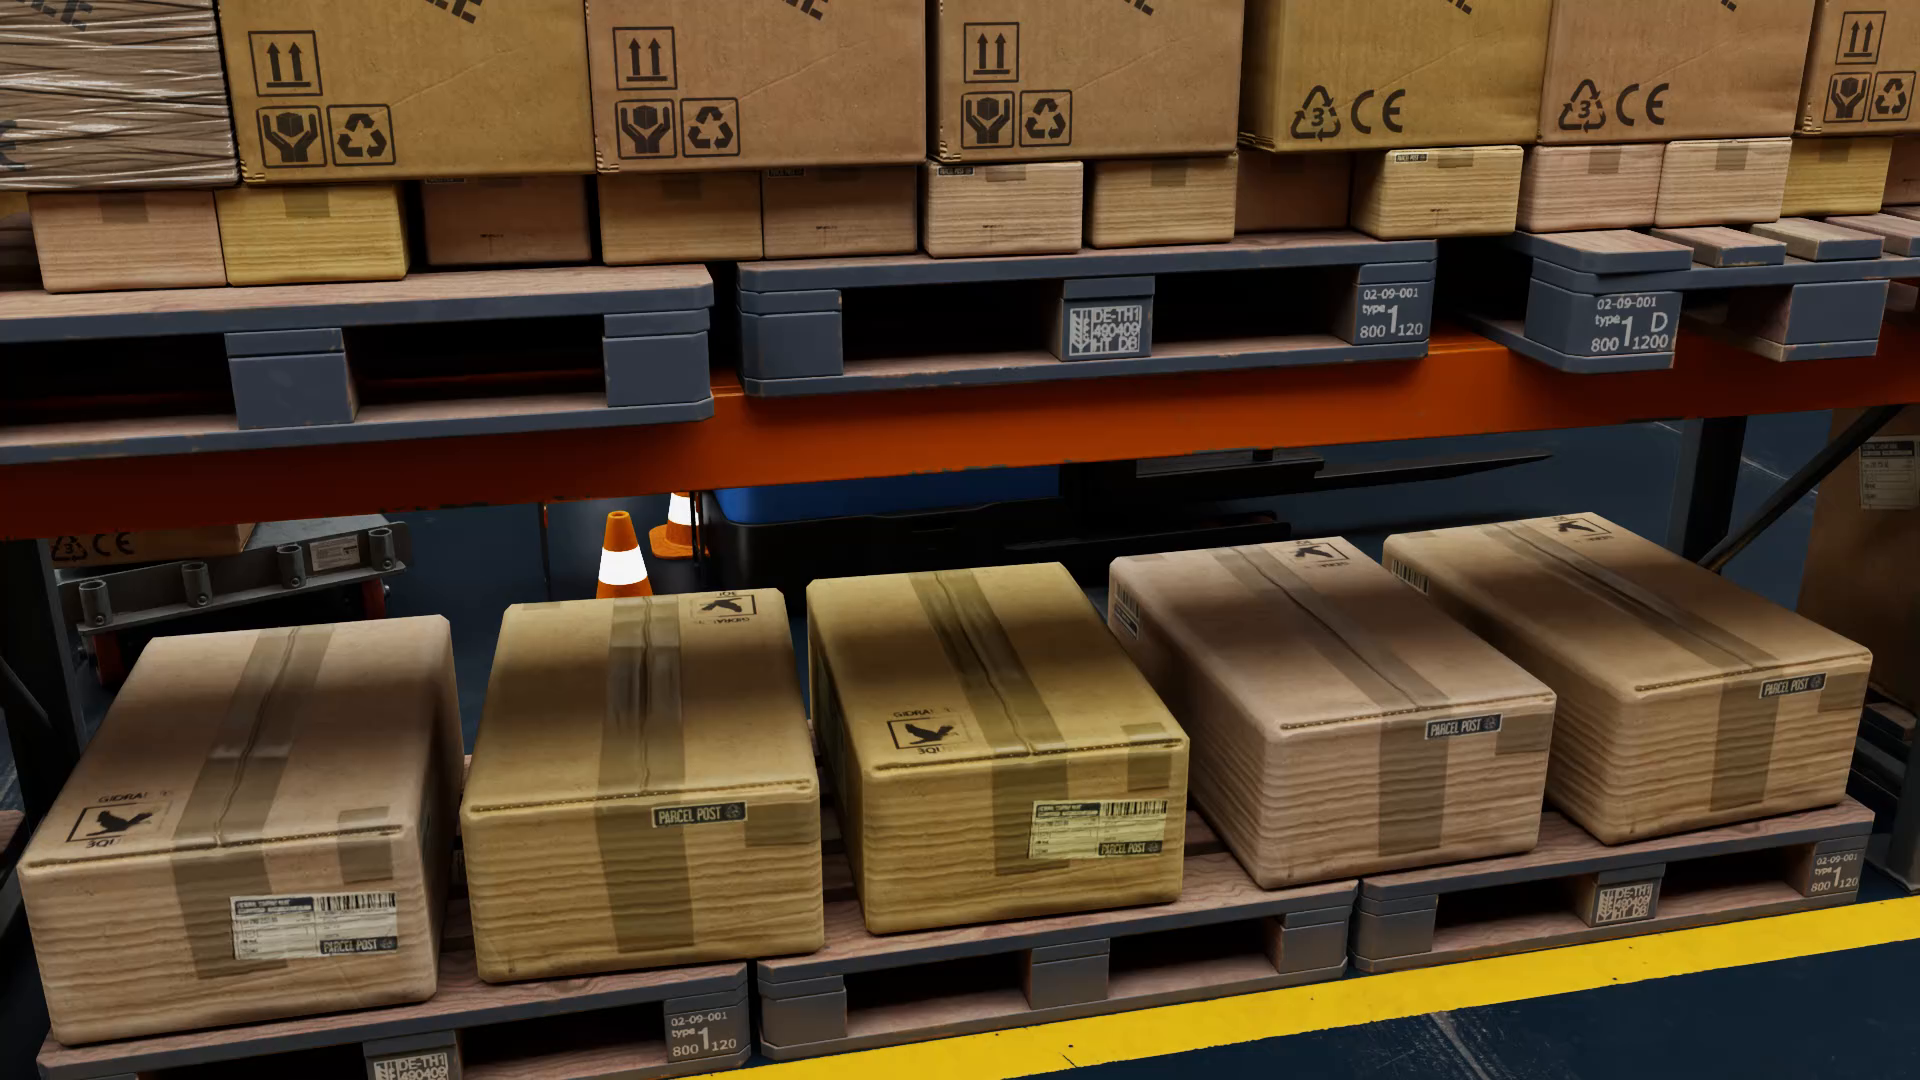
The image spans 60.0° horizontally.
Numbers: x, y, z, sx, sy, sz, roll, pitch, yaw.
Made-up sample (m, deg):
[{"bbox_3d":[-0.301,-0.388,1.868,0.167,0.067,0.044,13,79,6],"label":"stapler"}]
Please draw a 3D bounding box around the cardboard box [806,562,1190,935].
[{"bbox_3d":[0.038,0.401,3.568,0.625,0.372,0.950,-4,20,-11],"label":"cardboard box"}]

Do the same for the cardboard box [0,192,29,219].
[{"bbox_3d":[-3.712,-1.301,7.485,0.875,0.875,0.875,-4,21,-12],"label":"cardboard box"}]

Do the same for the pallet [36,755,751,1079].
[{"bbox_3d":[-1.089,0.768,3.412,1.213,0.211,1.003,-5,21,-12],"label":"pallet"}]

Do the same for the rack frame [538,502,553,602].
[{"bbox_3d":[-1.328,-0.400,5.162,0.015,1.200,0.240,-6,21,-15],"label":"rack frame"}]

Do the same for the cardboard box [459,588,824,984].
[{"bbox_3d":[-0.638,0.457,3.416,0.625,0.372,0.950,-3,20,-9],"label":"cardboard box"}]

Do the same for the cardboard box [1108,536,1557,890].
[{"bbox_3d":[0.778,0.343,3.727,0.625,0.372,0.950,-5,21,-14],"label":"cardboard box"}]

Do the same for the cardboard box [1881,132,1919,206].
[{"bbox_3d":[1.781,-0.770,3.312,0.250,0.149,0.380,-4,20,-10],"label":"cardboard box"}]

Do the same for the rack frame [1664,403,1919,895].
[{"bbox_3d":[2.046,-0.796,3.627,0.127,3.000,1.000,-5,21,-12],"label":"rack frame"}]

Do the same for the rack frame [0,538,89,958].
[{"bbox_3d":[-1.847,-0.479,2.762,0.127,3.000,1.000,-5,21,-12],"label":"rack frame"}]

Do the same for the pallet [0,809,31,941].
[{"bbox_3d":[-2.492,0.895,3.065,1.213,0.211,1.003,-5,21,-12],"label":"pallet"}]

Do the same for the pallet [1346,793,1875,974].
[{"bbox_3d":[1.285,0.575,3.939,1.213,0.211,1.003,-5,21,-12],"label":"pallet"}]

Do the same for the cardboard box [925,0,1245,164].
[{"bbox_3d":[0.145,-0.923,2.785,0.500,0.500,0.500,-6,21,-15],"label":"cardboard box"}]

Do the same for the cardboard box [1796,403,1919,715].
[{"bbox_3d":[2.737,-0.022,3.993,0.875,0.875,0.875,-5,21,-13],"label":"cardboard box"}]

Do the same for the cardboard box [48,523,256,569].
[{"bbox_3d":[-2.285,-0.255,4.682,0.500,0.500,0.500,-5,21,-12],"label":"cardboard box"}]

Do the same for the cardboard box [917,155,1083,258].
[{"bbox_3d":[0.039,-0.590,2.820,0.250,0.149,0.380,-4,20,-10],"label":"cardboard box"}]

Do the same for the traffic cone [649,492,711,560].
[{"bbox_3d":[-0.910,-0.213,5.722,0.334,0.463,0.336,-5,21,-12],"label":"traffic cone"}]

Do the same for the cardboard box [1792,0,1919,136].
[{"bbox_3d":[1.668,-1.051,3.134,0.500,0.500,0.500,-5,21,-14],"label":"cardboard box"}]

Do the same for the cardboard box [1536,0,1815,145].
[{"bbox_3d":[1.167,-1.006,3.012,0.500,0.500,0.500,-5,21,-13],"label":"cardboard box"}]

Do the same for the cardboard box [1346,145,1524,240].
[{"bbox_3d":[0.791,-0.646,2.973,0.250,0.149,0.380,-4,21,-12],"label":"cardboard box"}]

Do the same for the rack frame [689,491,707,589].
[{"bbox_3d":[-0.859,-0.446,5.288,0.015,1.200,0.240,-6,21,-15],"label":"rack frame"}]

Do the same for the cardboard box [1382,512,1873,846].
[{"bbox_3d":[1.494,0.282,3.893,0.625,0.372,0.950,-6,21,-16],"label":"cardboard box"}]

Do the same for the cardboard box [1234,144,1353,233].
[{"bbox_3d":[0.517,-0.669,3.034,0.250,0.149,0.380,-4,21,-12],"label":"cardboard box"}]

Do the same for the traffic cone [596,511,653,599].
[{"bbox_3d":[-0.962,0.145,4.746,0.334,0.463,0.336,-5,21,-12],"label":"traffic cone"}]

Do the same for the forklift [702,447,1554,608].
[{"bbox_3d":[0.603,-1.438,5.478,3.031,2.935,1.130,-6,21,-15],"label":"forklift"}]

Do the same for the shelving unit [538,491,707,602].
[{"bbox_3d":[-1.093,-0.423,5.225,0.503,1.200,0.258,-6,21,-15],"label":"shelving unit"}]

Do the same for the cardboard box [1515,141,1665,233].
[{"bbox_3d":[1.055,-0.673,3.045,0.250,0.149,0.380,-6,21,-15],"label":"cardboard box"}]

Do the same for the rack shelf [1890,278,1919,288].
[{"bbox_3d":[3.992,-0.616,4.182,4.000,0.370,1.077,-5,21,-12],"label":"rack shelf"}]

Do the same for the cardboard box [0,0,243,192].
[{"bbox_3d":[-1.324,-0.804,2.461,0.500,0.500,0.500,-4,21,-11],"label":"cardboard box"}]

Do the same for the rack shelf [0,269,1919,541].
[{"bbox_3d":[0.100,-0.300,3.318,4.000,0.370,1.077,-5,21,-12],"label":"rack shelf"}]

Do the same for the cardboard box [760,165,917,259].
[{"bbox_3d":[-0.232,-0.587,2.810,0.250,0.149,0.380,-4,21,-12],"label":"cardboard box"}]

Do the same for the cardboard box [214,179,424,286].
[{"bbox_3d":[-0.991,-0.513,2.610,0.250,0.149,0.380,-4,21,-11],"label":"cardboard box"}]

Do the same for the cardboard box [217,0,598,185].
[{"bbox_3d":[-0.837,-0.844,2.570,0.500,0.500,0.500,-5,21,-12],"label":"cardboard box"}]

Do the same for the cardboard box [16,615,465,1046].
[{"bbox_3d":[-1.337,0.515,3.258,0.625,0.372,0.950,-4,21,-12],"label":"cardboard box"}]

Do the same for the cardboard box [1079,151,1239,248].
[{"bbox_3d":[0.292,-0.621,2.905,0.250,0.149,0.380,-5,21,-14],"label":"cardboard box"}]

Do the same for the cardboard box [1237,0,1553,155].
[{"bbox_3d":[0.676,-0.966,2.902,0.500,0.500,0.500,-6,21,-16],"label":"cardboard box"}]

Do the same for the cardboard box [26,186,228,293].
[{"bbox_3d":[-1.236,-0.497,2.564,0.250,0.149,0.380,-4,21,-12],"label":"cardboard box"}]

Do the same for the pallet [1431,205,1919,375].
[{"bbox_3d":[1.377,-0.614,3.408,1.003,0.211,1.213,-5,21,-12],"label":"pallet"}]

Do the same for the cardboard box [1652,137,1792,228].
[{"bbox_3d":[1.302,-0.690,3.092,0.250,0.149,0.380,-5,21,-13],"label":"cardboard box"}]

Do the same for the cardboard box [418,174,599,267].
[{"bbox_3d":[-0.733,-0.561,2.741,0.250,0.149,0.380,-3,20,-9],"label":"cardboard box"}]

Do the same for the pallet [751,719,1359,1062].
[{"bbox_3d":[0.100,0.670,3.678,1.213,0.211,1.003,-5,21,-12],"label":"pallet"}]

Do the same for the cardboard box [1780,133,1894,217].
[{"bbox_3d":[1.537,-0.725,3.188,0.250,0.149,0.380,-4,21,-12],"label":"cardboard box"}]

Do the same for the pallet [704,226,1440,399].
[{"bbox_3d":[0.129,-0.536,3.194,1.213,0.211,1.003,-5,21,-12],"label":"pallet"}]

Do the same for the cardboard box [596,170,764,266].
[{"bbox_3d":[-0.473,-0.568,2.758,0.250,0.149,0.380,-4,21,-12],"label":"cardboard box"}]

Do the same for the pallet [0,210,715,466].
[{"bbox_3d":[-1.069,-0.401,2.828,1.213,0.211,1.003,-5,21,-12],"label":"pallet"}]

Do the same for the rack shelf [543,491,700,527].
[{"bbox_3d":[-1.093,-0.173,5.316,0.480,0.148,0.258,-6,21,-15],"label":"rack shelf"}]

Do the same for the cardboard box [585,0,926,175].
[{"bbox_3d":[-0.353,-0.879,2.664,0.500,0.500,0.500,-5,21,-13],"label":"cardboard box"}]

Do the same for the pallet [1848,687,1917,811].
[{"bbox_3d":[2.831,0.476,4.208,1.213,0.211,1.003,-5,21,-12],"label":"pallet"}]

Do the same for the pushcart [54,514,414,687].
[{"bbox_3d":[-2.420,-0.007,5.286,0.936,0.377,1.648,-13,24,-31],"label":"pushcart"}]
